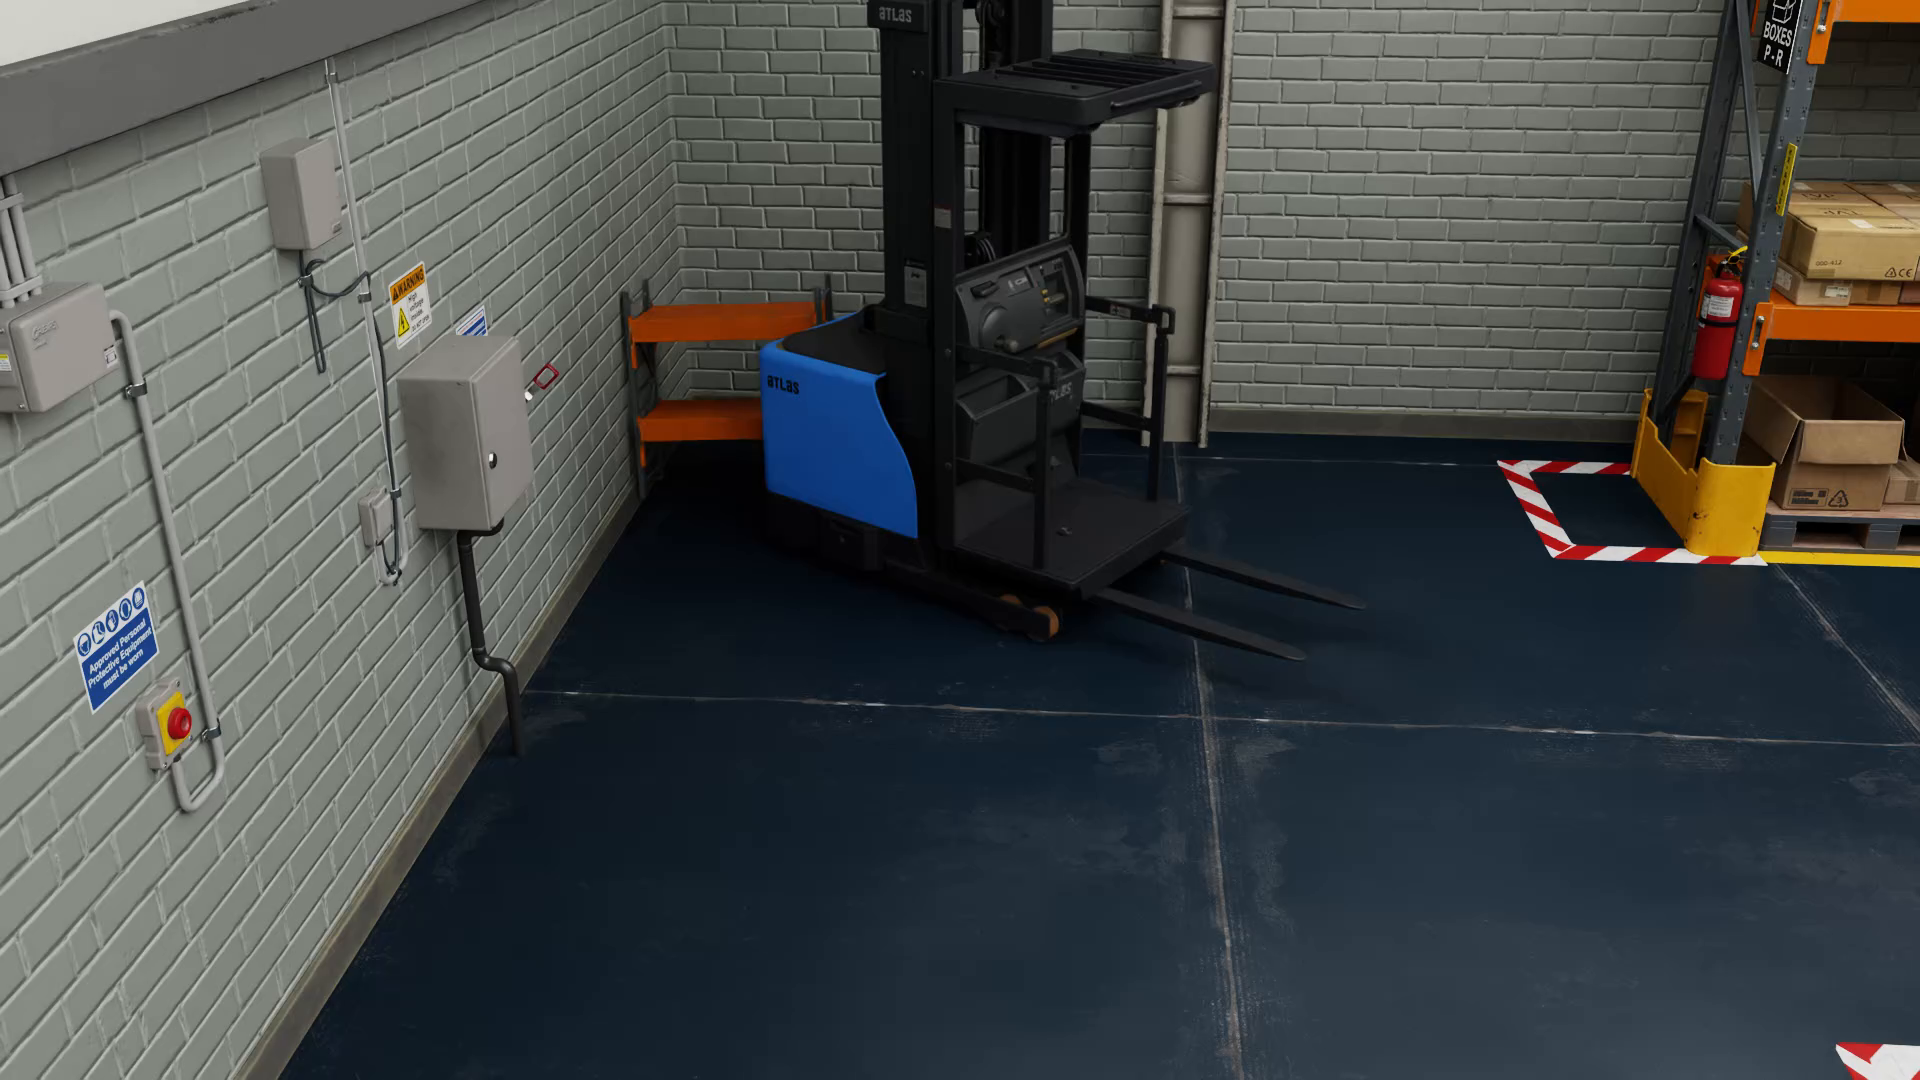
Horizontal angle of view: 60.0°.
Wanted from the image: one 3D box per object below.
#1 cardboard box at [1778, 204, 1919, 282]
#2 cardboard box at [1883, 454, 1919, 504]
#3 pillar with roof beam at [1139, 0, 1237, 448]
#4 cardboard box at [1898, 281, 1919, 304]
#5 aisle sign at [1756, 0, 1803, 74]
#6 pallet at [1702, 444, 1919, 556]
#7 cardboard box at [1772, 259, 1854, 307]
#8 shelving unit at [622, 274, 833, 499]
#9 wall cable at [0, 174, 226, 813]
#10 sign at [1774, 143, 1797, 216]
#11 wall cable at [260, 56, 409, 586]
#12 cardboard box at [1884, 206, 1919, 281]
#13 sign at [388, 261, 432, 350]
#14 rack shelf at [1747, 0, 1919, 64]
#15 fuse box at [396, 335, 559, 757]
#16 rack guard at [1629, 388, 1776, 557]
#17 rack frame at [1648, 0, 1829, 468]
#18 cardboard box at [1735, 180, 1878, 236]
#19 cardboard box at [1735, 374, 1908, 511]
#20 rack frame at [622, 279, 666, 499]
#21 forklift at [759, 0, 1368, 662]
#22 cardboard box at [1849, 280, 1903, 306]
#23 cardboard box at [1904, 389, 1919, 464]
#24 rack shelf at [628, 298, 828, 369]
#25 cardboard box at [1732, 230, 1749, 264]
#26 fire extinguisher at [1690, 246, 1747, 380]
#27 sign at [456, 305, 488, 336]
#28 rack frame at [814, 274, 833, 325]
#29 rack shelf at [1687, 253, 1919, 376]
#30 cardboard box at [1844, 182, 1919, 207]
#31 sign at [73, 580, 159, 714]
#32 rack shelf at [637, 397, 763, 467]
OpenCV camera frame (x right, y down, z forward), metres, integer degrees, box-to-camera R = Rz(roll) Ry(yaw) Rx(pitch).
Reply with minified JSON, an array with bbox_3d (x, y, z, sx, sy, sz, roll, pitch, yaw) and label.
[{"bbox_3d":[4.345,-1.463,8.165,0.500,0.250,0.500,2,25,4],"label":"cardboard box"},{"bbox_3d":[4.936,-0.330,8.787,0.250,0.149,0.380,1,25,2],"label":"cardboard box"},{"bbox_3d":[0.964,-2.916,4.322,0.400,9.000,9.100,2,25,4],"label":"pillar with roof beam"},{"bbox_3d":[4.741,-1.301,8.290,0.250,0.149,0.380,2,25,3],"label":"cardboard box"},{"bbox_3d":[3.822,-2.584,7.667,0.004,0.787,0.394,2,25,4],"label":"aisle sign"},{"bbox_3d":[4.784,-0.229,8.995,1.213,0.211,1.003,2,25,4],"label":"pallet"},{"bbox_3d":[4.220,-1.284,8.253,0.250,0.149,0.380,2,25,4],"label":"cardboard box"},{"bbox_3d":[-1.226,-0.845,9.107,1.048,1.125,0.538,-1,17,3],"label":"shelving unit"},{"bbox_3d":[-2.087,-0.101,4.128,0.123,1.953,0.585,2,25,4],"label":"wall cable"},{"bbox_3d":[3.871,-1.690,7.799,0.005,0.325,0.100,2,25,4],"label":"sign"},{"bbox_3d":[-1.990,-0.678,5.420,0.122,1.984,0.588,2,25,4],"label":"wall cable"},{"bbox_3d":[4.847,-1.447,8.131,0.500,0.250,0.500,2,25,5],"label":"cardboard box"},{"bbox_3d":[-1.992,-0.855,6.031,0.001,0.242,0.339,2,25,4],"label":"sign"},{"bbox_3d":[5.907,-2.495,7.856,4.000,0.370,1.077,2,25,4],"label":"rack shelf"},{"bbox_3d":[-1.781,0.089,6.509,0.414,1.711,0.539,2,25,4],"label":"fuse box"},{"bbox_3d":[3.989,-0.385,8.989,0.348,0.500,1.175,2,25,4],"label":"rack guard"},{"bbox_3d":[3.913,-1.523,8.472,0.127,3.000,1.000,2,25,4],"label":"rack frame"},{"bbox_3d":[4.392,-1.686,8.649,0.500,0.250,0.500,3,25,6],"label":"cardboard box"},{"bbox_3d":[4.515,-0.521,8.778,0.637,0.503,0.797,1,25,2],"label":"cardboard box"},{"bbox_3d":[-1.734,-0.836,9.134,0.032,1.125,0.500,-1,17,3],"label":"rack frame"},{"bbox_3d":[0.457,-1.109,7.654,3.031,2.935,1.130,18,30,33],"label":"forklift"},{"bbox_3d":[4.477,-1.295,8.277,0.250,0.149,0.380,2,25,5],"label":"cardboard box"},{"bbox_3d":[5.365,-0.476,8.684,0.500,0.500,0.700,3,25,6],"label":"cardboard box"},{"bbox_3d":[-1.236,-1.125,9.023,1.000,0.278,0.538,-1,17,3],"label":"rack shelf"},{"bbox_3d":[4.264,-1.510,8.744,0.250,0.149,0.380,2,25,3],"label":"cardboard box"},{"bbox_3d":[3.731,-1.131,8.158,0.183,0.674,0.296,2,25,4],"label":"fire extinguisher"},{"bbox_3d":[-1.950,-0.665,6.721,0.001,0.494,0.329,2,25,4],"label":"sign"},{"bbox_3d":[-0.719,-0.854,9.080,0.032,1.125,0.500,-1,17,3],"label":"rack frame"},{"bbox_3d":[5.907,-1.132,8.483,4.000,0.370,1.077,2,25,4],"label":"rack shelf"},{"bbox_3d":[4.906,-1.669,8.613,0.500,0.250,0.500,2,25,4],"label":"cardboard box"},{"bbox_3d":[-2.152,0.270,4.251,0.001,0.218,0.327,2,25,4],"label":"sign"},{"bbox_3d":[-1.218,-0.611,9.177,1.000,0.278,0.538,-1,17,3],"label":"rack shelf"}]
